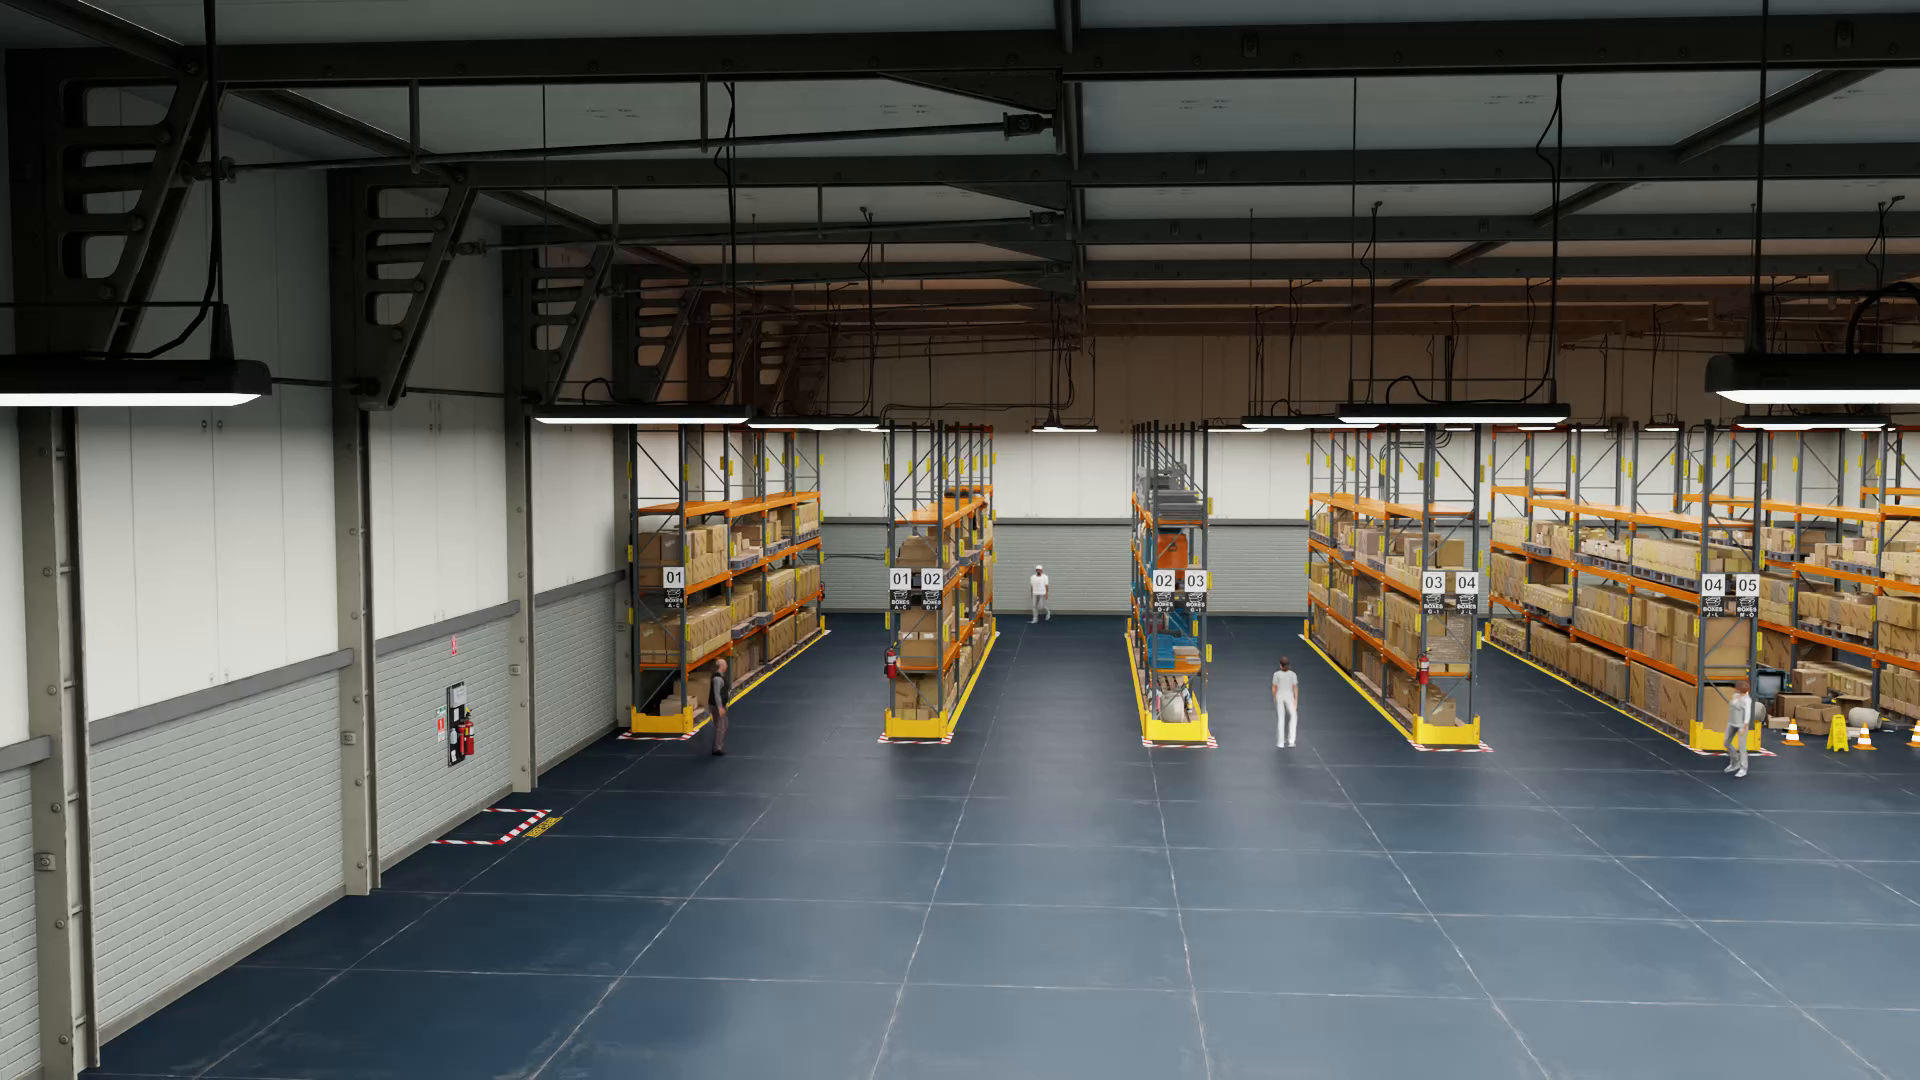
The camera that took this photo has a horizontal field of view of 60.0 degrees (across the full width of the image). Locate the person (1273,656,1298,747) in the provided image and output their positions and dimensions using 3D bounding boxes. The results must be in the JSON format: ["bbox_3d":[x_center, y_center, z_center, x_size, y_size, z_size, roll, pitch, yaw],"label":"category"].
[{"bbox_3d":[5.957,2.973,30.423,0.474,1.716,0.554,2,4,24],"label":"person"}]

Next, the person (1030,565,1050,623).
[{"bbox_3d":[2.406,1.641,50.545,0.584,1.758,0.741,2,4,32],"label":"person"}]

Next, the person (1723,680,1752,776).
[{"bbox_3d":[13.082,3.151,27.984,0.365,1.612,0.523,-2,4,-23],"label":"person"}]

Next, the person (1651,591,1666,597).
[{"bbox_3d":[20.776,1.761,49.431,0.562,1.725,0.471,-1,4,-19],"label":"person"}]

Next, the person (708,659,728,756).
[{"bbox_3d":[-4.335,3.017,29.805,0.370,1.786,0.621,0,4,-5],"label":"person"}]
